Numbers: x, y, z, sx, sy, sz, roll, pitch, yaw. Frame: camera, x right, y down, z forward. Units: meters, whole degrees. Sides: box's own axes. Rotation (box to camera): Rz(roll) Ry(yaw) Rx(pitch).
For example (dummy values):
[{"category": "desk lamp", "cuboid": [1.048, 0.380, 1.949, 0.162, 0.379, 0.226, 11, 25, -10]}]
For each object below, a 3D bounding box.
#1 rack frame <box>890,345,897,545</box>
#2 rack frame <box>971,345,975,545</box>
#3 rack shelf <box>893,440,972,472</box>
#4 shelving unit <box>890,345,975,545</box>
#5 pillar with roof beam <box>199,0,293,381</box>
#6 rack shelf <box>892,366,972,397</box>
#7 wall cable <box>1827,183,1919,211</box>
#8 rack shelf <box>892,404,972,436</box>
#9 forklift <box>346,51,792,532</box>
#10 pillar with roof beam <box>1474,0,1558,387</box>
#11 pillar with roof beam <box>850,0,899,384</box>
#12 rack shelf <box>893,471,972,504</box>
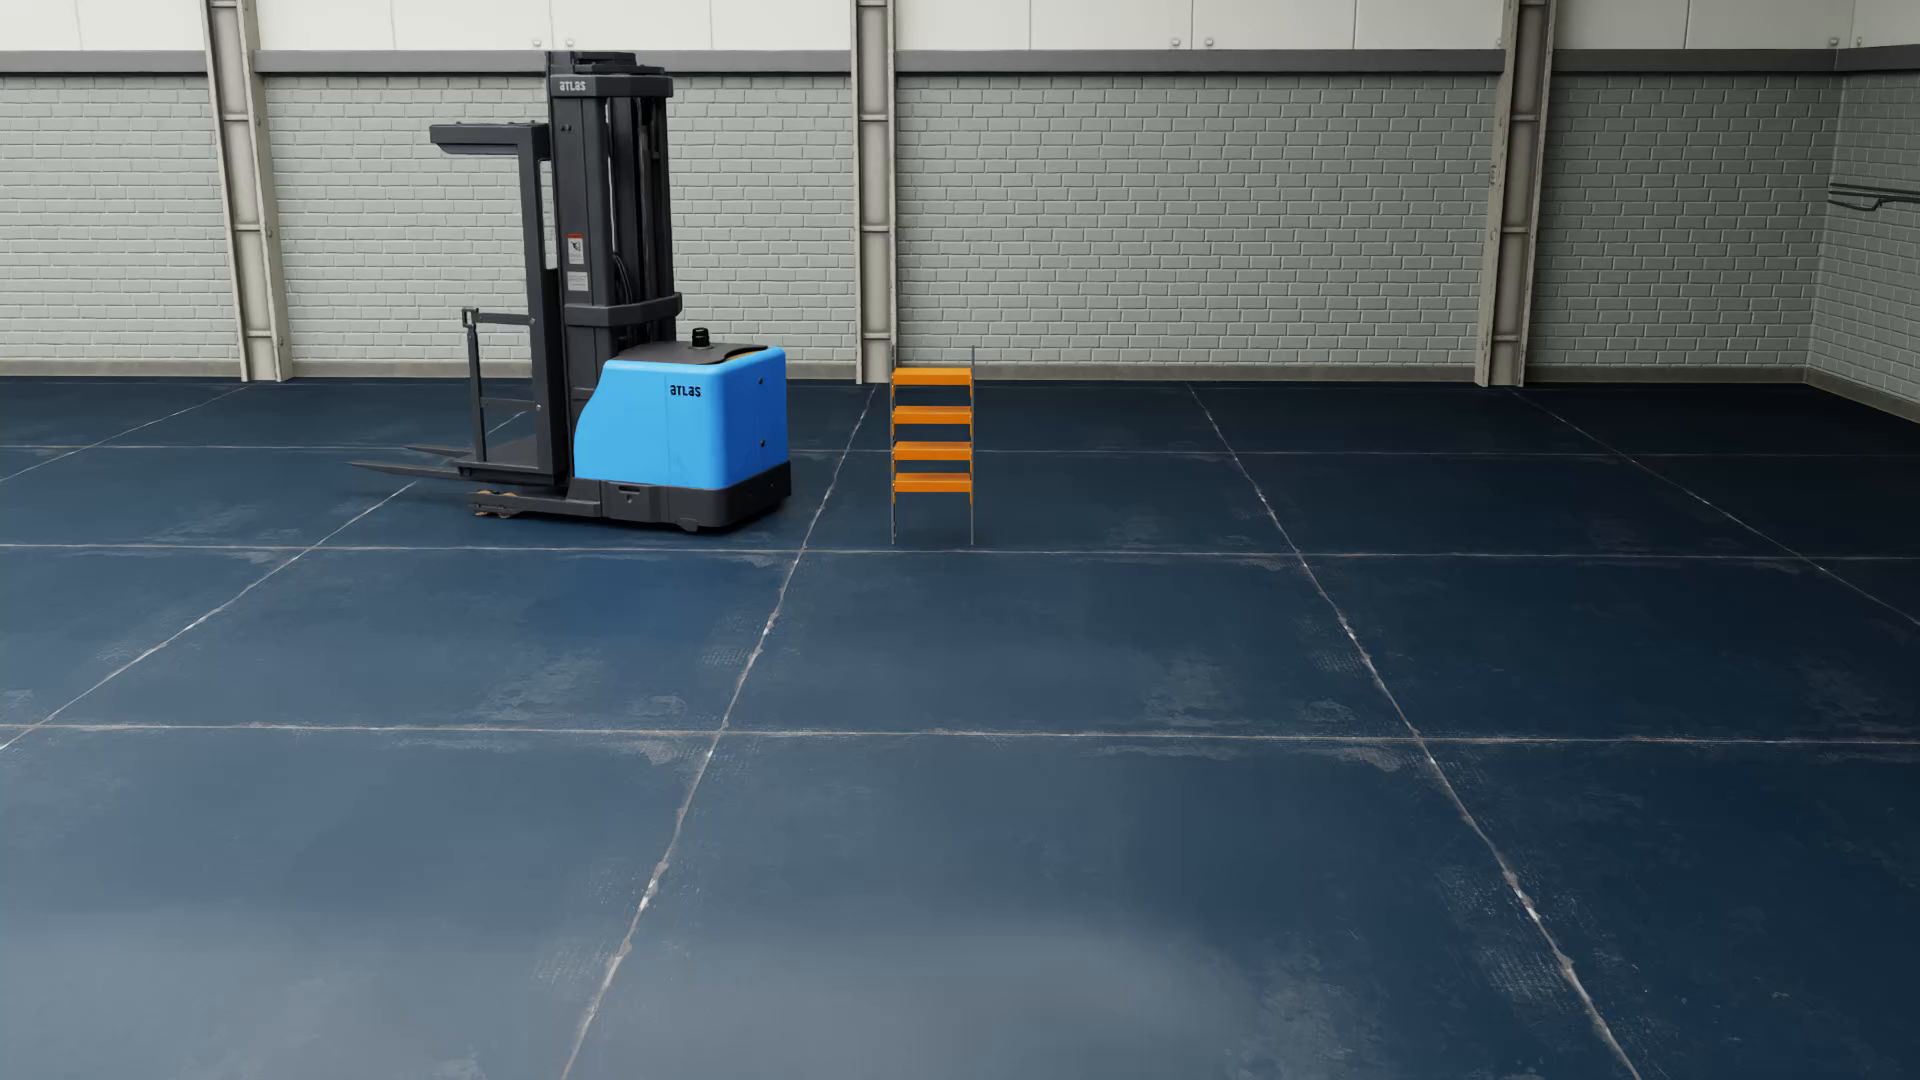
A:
[{"category": "rack frame", "cuboid": [-0.409, -0.583, 10.197, 0.015, 1.200, 0.240, 0, 15, 1]}, {"category": "rack frame", "cuboid": [0.078, -0.580, 10.185, 0.015, 1.200, 0.240, 0, 15, 1]}, {"category": "rack shelf", "cuboid": [-0.165, -0.516, 10.208, 0.480, 0.148, 0.258, 0, 15, 1]}, {"category": "shelving unit", "cuboid": [-0.165, -0.581, 10.191, 0.503, 1.200, 0.258, 0, 15, 1]}, {"category": "pillar with roof beam", "cuboid": [-6.909, -4.838, 11.036, 0.400, 9.000, 9.100, 0, 15, 1]}, {"category": "rack shelf", "cuboid": [-0.165, -0.961, 10.091, 0.480, 0.148, 0.258, 0, 15, 1]}, {"category": "wall cable", "cuboid": [8.109, -4.000, 13.946, 0.112, 2.526, 3.097, 0, 15, 1]}, {"category": "rack shelf", "cuboid": [-0.165, -0.732, 10.151, 0.480, 0.148, 0.258, 0, 15, 1]}, {"category": "forklift", "cuboid": [-2.709, -1.679, 10.958, 3.031, 2.935, 1.130, 5, 16, 20]}, {"category": "pillar with roof beam", "cuboid": [5.087, -4.760, 10.740, 0.400, 9.000, 9.100, 0, 15, 1]}, {"category": "pillar with roof beam", "cuboid": [-0.911, -4.799, 10.888, 0.400, 9.000, 9.100, 0, 15, 1]}, {"category": "rack shelf", "cuboid": [-0.165, -0.324, 10.259, 0.480, 0.148, 0.258, 0, 15, 1]}]
